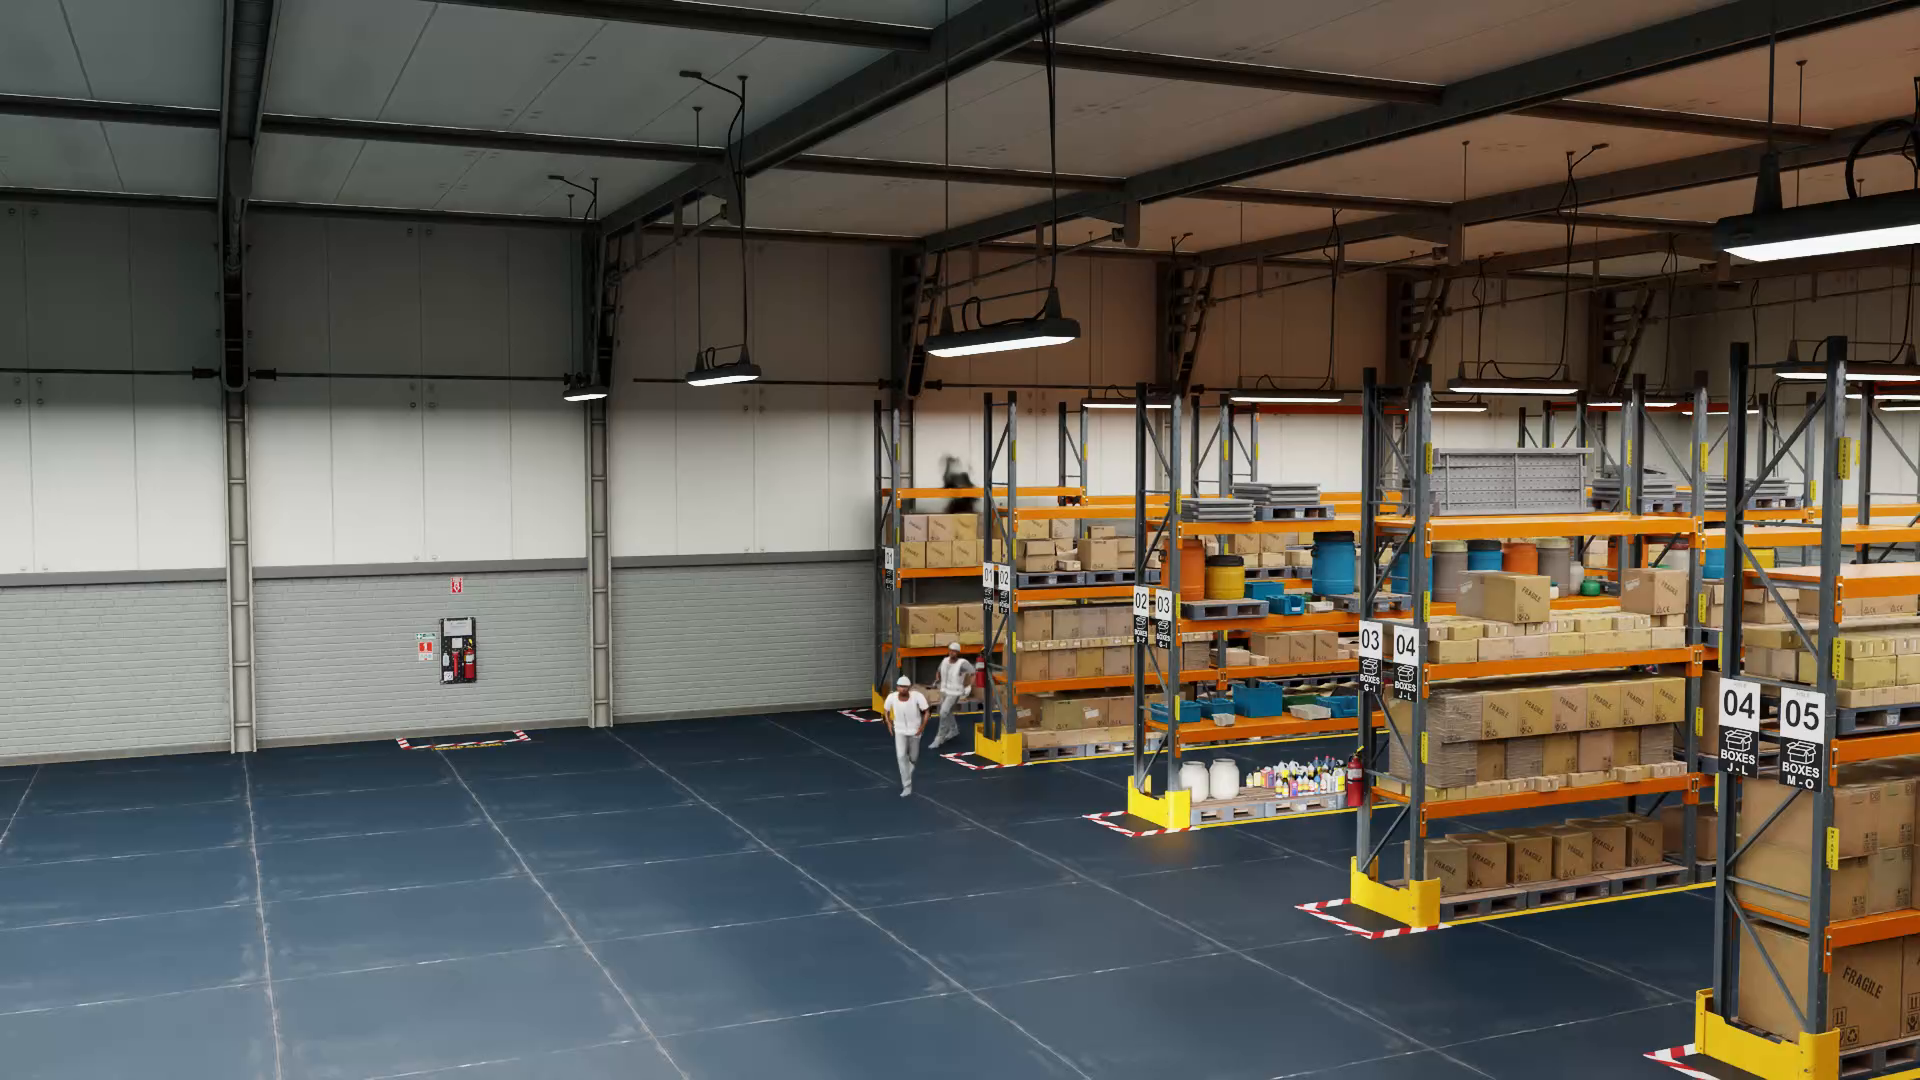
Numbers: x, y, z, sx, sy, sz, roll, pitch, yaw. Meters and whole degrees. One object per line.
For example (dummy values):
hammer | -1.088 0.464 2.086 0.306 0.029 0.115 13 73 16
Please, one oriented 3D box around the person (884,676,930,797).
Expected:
person | -0.792 2.876 24.796 0.701 1.752 1.004 0 3 2

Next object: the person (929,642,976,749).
person | -0.146 2.639 28.335 0.744 1.797 0.826 3 5 44
